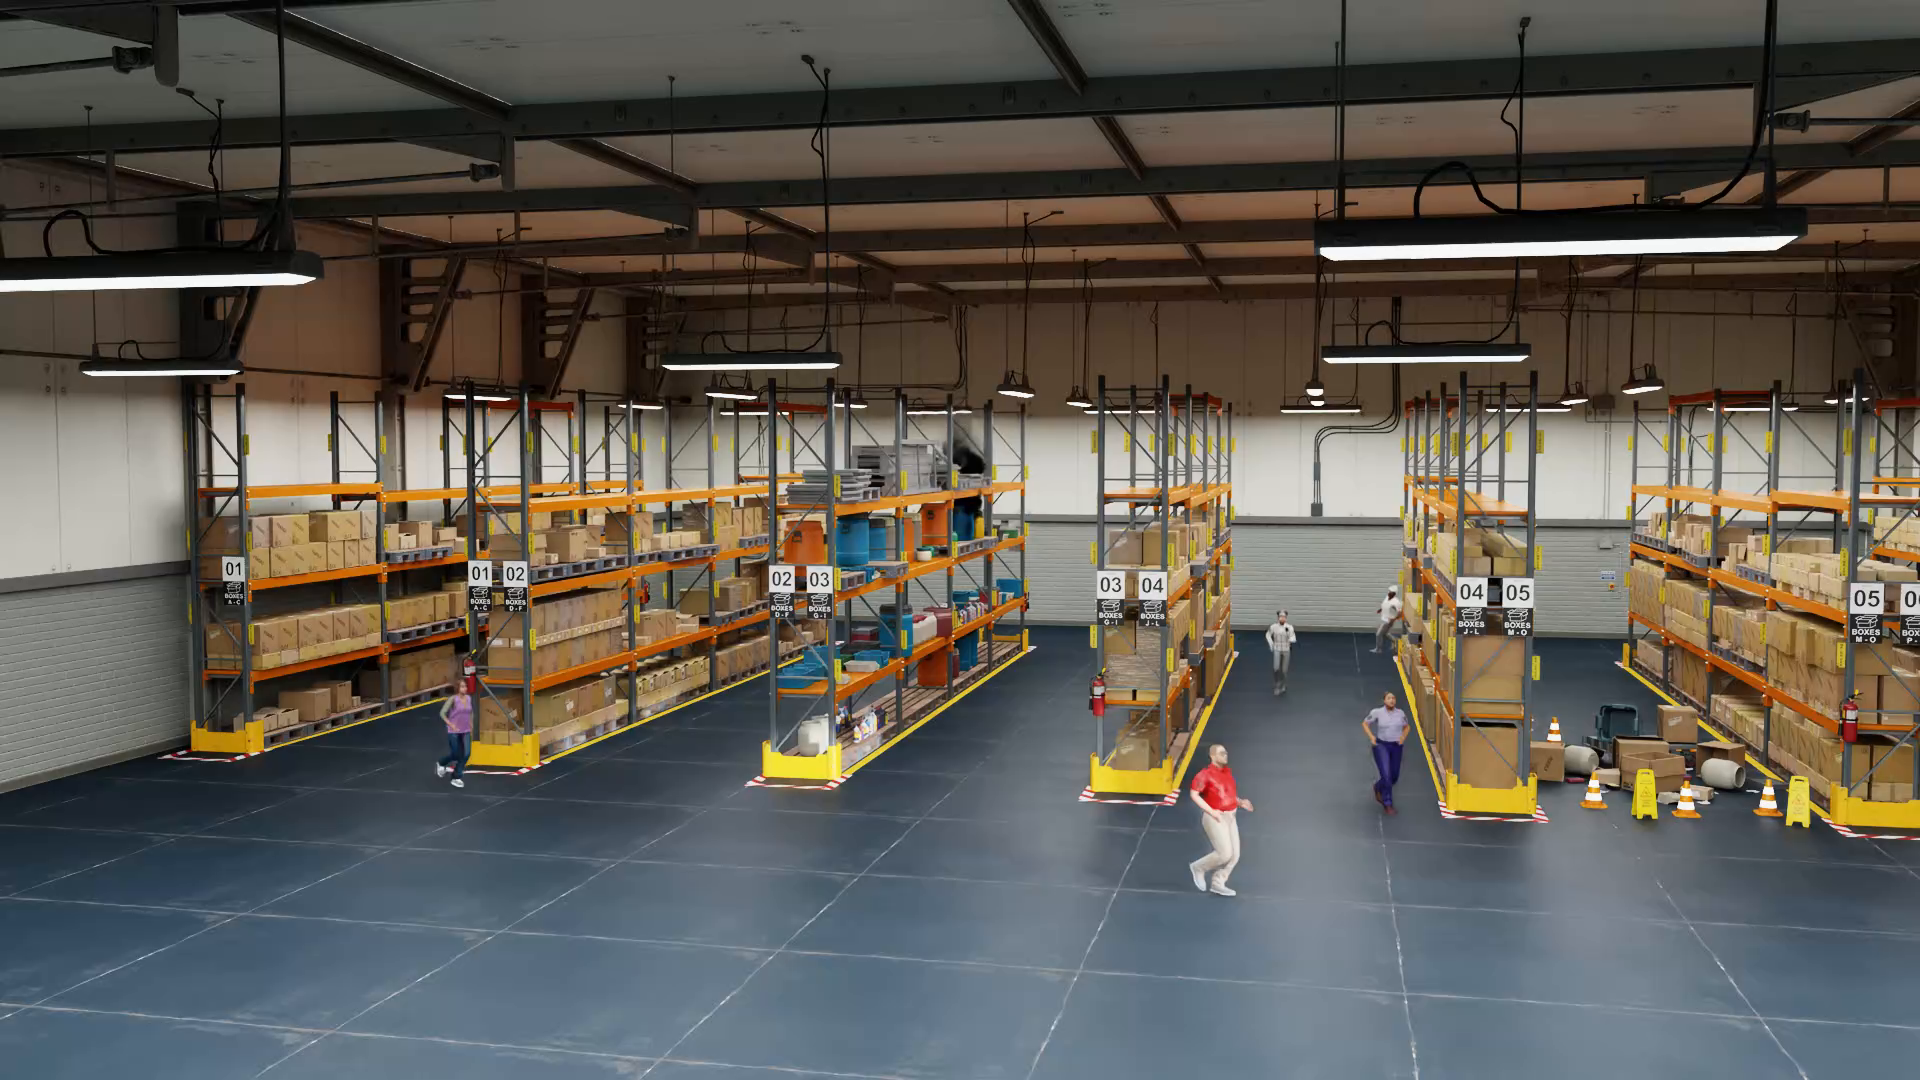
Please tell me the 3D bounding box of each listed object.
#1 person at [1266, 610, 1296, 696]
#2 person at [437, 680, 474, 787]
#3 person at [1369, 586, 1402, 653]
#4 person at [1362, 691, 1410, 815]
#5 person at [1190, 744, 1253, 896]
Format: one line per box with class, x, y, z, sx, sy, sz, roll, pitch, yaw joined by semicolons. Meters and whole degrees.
person;6.428;2.264;33.291;0.591;1.724;0.661;1;3;9
person;-7.419;2.831;24.540;0.568;1.559;0.567;3;4;40
person;10.302;1.903;39.674;0.757;1.663;0.841;-1;3;-18
person;5.870;2.902;22.830;0.656;1.671;0.772;0;3;-7
person;2.892;3.104;18.444;0.619;1.676;0.658;3;4;43
